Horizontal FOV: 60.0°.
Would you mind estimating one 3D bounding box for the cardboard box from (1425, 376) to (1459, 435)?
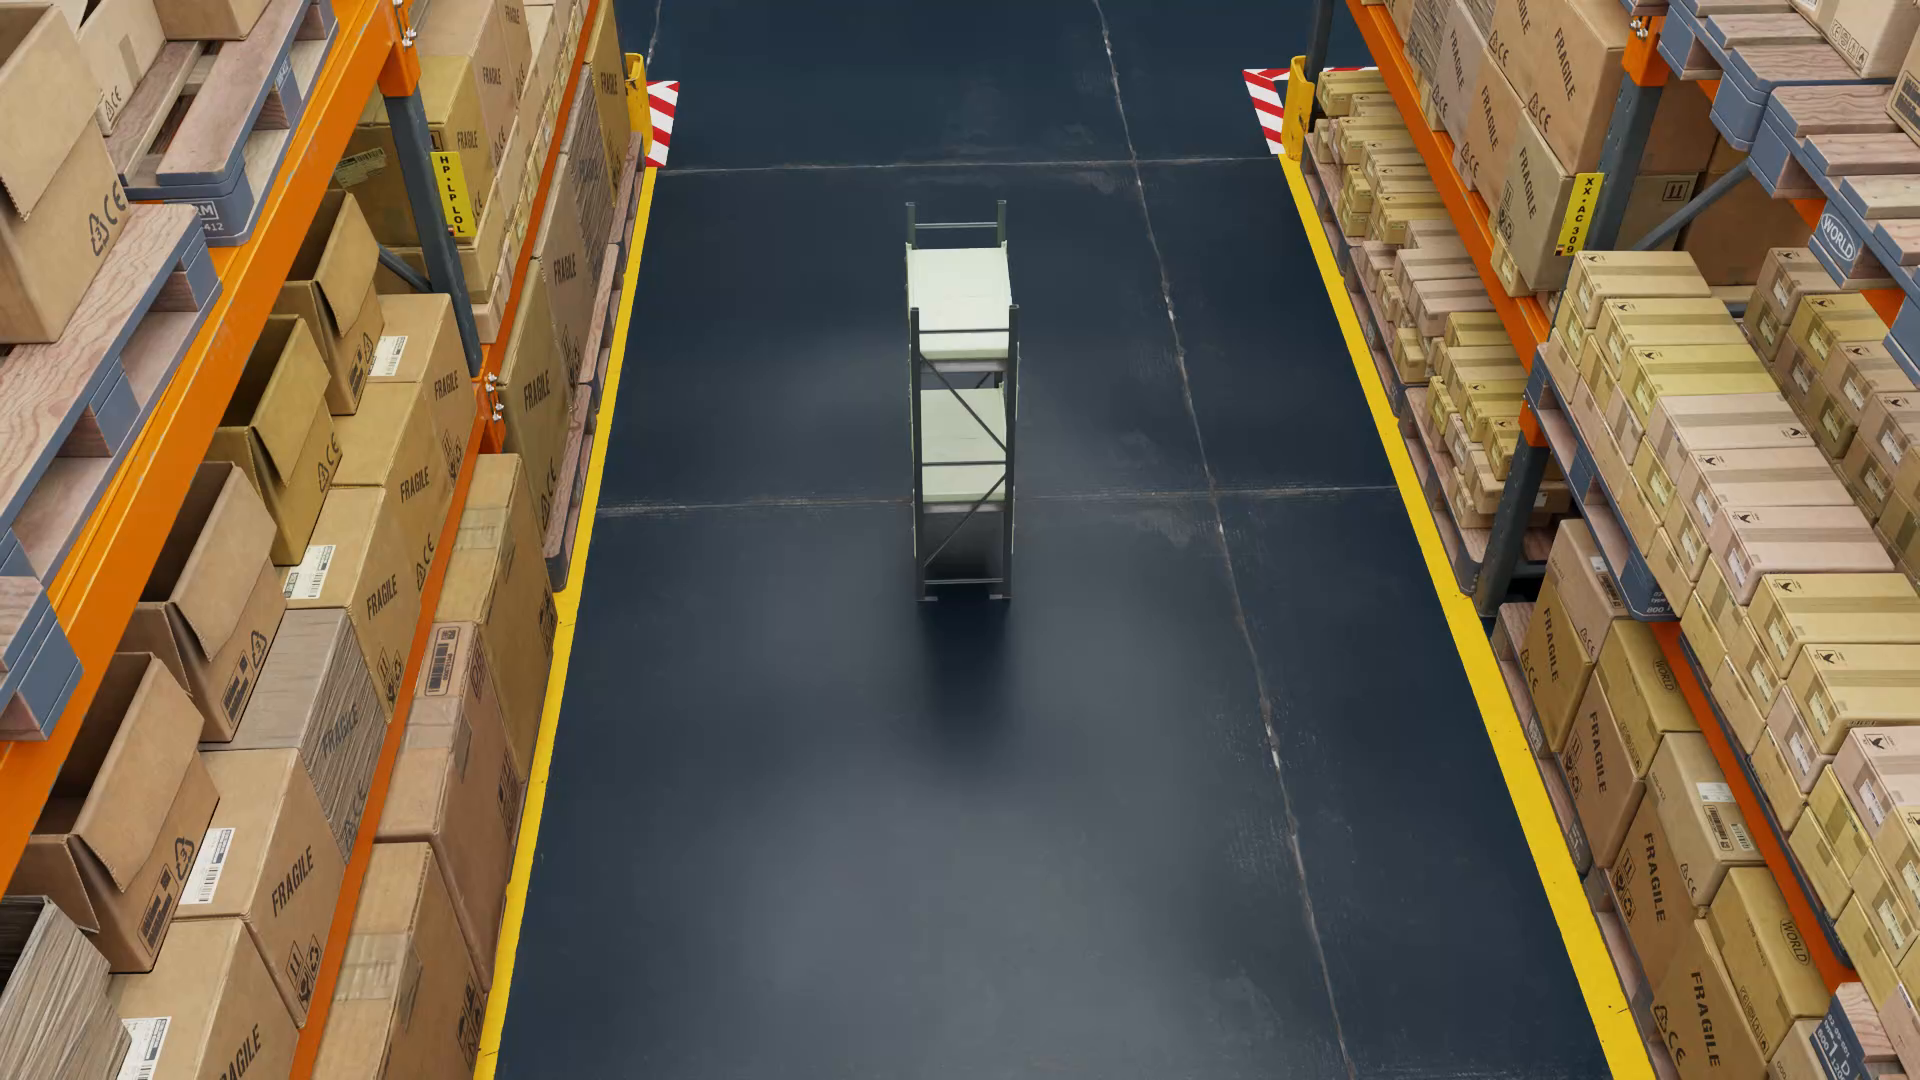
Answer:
[{"bbox_3d":[2.309,-0.609,7.423,0.380,0.149,0.250,-3,43,-3],"label":"cardboard box"}]

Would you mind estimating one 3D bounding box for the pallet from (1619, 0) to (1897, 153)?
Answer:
[{"bbox_3d":[2.612,-1.445,4.676,1.213,0.211,1.003,-2,43,-2],"label":"pallet"}]

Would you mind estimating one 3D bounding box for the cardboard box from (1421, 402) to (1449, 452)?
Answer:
[{"bbox_3d":[2.332,-0.542,7.570,0.380,0.149,0.250,-3,43,-3],"label":"cardboard box"}]

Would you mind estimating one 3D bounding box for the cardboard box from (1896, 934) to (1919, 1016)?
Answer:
[{"bbox_3d":[2.360,1.022,3.720,0.380,0.149,0.250,-1,43,-1],"label":"cardboard box"}]

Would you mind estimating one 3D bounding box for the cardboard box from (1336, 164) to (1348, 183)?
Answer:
[{"bbox_3d":[2.318,-2.096,9.265,0.380,0.149,0.250,-2,43,-2],"label":"cardboard box"}]

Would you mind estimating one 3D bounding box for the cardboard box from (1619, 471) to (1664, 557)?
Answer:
[{"bbox_3d":[2.284,-0.086,5.149,0.380,0.149,0.250,-1,43,-1],"label":"cardboard box"}]

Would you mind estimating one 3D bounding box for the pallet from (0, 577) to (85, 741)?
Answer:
[{"bbox_3d":[-2.178,0.476,2.580,1.213,0.211,1.003,0,43,0],"label":"pallet"}]

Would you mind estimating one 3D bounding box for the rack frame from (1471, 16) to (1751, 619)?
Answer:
[{"bbox_3d":[2.692,-0.829,6.084,1.000,3.000,0.127,-2,43,-2],"label":"rack frame"}]

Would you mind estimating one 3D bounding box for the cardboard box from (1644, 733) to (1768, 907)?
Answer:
[{"bbox_3d":[2.502,0.872,5.213,0.500,0.250,0.500,0,43,0],"label":"cardboard box"}]

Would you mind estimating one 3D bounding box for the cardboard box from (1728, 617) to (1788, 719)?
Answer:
[{"bbox_3d":[2.318,0.334,4.470,0.380,0.149,0.250,-2,43,-3],"label":"cardboard box"}]

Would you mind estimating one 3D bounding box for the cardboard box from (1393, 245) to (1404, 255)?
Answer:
[{"bbox_3d":[2.404,-1.498,8.393,0.380,0.149,0.250,0,43,0],"label":"cardboard box"}]

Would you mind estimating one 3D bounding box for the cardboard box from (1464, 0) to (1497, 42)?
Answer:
[{"bbox_3d":[2.367,-2.348,6.707,0.500,0.500,0.500,-1,43,-1],"label":"cardboard box"}]

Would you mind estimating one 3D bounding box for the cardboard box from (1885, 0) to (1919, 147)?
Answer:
[{"bbox_3d":[2.627,-1.081,3.752,0.797,0.503,0.637,-2,43,-2],"label":"cardboard box"}]

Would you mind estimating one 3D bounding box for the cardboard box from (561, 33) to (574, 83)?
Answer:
[{"bbox_3d":[-2.037,-2.267,7.839,0.380,0.149,0.250,-1,43,-2],"label":"cardboard box"}]

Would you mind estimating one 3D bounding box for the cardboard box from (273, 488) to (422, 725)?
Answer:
[{"bbox_3d":[-1.931,0.203,4.884,0.500,0.500,0.500,-2,43,-2],"label":"cardboard box"}]

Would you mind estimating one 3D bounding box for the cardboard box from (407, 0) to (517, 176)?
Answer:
[{"bbox_3d":[-2.045,-1.749,6.424,0.500,0.500,0.500,-2,43,-2],"label":"cardboard box"}]

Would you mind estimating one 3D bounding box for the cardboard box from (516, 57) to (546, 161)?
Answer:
[{"bbox_3d":[-2.069,-1.819,7.055,0.500,0.250,0.500,-1,43,-1],"label":"cardboard box"}]

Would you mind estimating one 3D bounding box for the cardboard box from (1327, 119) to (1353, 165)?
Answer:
[{"bbox_3d":[2.244,-2.195,9.153,0.380,0.149,0.250,-2,43,-2],"label":"cardboard box"}]

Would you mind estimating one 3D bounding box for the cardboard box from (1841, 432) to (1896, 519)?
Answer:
[{"bbox_3d":[2.943,-0.208,5.061,0.380,0.149,0.250,-3,43,-3],"label":"cardboard box"}]

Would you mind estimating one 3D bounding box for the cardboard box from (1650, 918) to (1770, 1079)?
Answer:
[{"bbox_3d":[2.516,1.494,5.089,0.500,0.500,0.500,-3,43,-4],"label":"cardboard box"}]

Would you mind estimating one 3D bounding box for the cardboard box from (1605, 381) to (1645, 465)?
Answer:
[{"bbox_3d":[2.274,-0.372,5.241,0.380,0.149,0.250,-1,43,-1],"label":"cardboard box"}]

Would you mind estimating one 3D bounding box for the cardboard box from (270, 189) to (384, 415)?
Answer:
[{"bbox_3d":[-2.232,-0.730,5.160,0.797,0.503,0.637,-3,43,-3],"label":"cardboard box"}]

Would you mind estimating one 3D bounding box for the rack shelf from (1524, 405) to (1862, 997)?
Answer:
[{"bbox_3d":[2.777,0.787,4.854,1.077,0.370,4.000,-2,43,-2],"label":"rack shelf"}]

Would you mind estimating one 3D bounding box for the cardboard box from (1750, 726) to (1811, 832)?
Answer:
[{"bbox_3d":[2.333,0.624,4.375,0.380,0.149,0.250,0,43,0],"label":"cardboard box"}]

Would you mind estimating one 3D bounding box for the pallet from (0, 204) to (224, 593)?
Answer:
[{"bbox_3d":[-2.228,-0.278,3.403,1.003,0.211,1.213,0,43,0],"label":"pallet"}]

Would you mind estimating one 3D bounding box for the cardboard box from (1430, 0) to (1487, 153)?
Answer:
[{"bbox_3d":[2.349,-1.980,7.046,0.500,0.500,0.500,-2,43,-2],"label":"cardboard box"}]

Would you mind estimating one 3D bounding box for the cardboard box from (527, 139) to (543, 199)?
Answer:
[{"bbox_3d":[-1.995,-1.577,7.086,0.380,0.149,0.250,-2,43,-2],"label":"cardboard box"}]

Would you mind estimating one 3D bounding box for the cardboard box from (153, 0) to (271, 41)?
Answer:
[{"bbox_3d":[-2.233,-1.661,4.387,0.700,0.500,0.500,-1,43,-1],"label":"cardboard box"}]

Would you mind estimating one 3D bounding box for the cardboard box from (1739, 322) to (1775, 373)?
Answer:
[{"bbox_3d":[2.907,-0.629,5.741,0.380,0.149,0.250,-3,43,-3],"label":"cardboard box"}]

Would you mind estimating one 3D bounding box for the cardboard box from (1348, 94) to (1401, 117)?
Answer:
[{"bbox_3d":[2.337,-2.306,9.055,0.380,0.149,0.250,-1,43,-1],"label":"cardboard box"}]

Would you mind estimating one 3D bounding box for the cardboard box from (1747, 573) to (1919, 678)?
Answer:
[{"bbox_3d":[2.321,0.224,4.371,0.380,0.149,0.250,0,43,0],"label":"cardboard box"}]

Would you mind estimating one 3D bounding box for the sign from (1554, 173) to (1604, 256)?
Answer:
[{"bbox_3d":[2.151,-1.127,5.769,0.100,0.325,0.005,-2,43,-2],"label":"sign"}]

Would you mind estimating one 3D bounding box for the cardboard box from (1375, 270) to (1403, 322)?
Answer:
[{"bbox_3d":[2.304,-1.226,8.317,0.380,0.149,0.250,-2,43,-2],"label":"cardboard box"}]

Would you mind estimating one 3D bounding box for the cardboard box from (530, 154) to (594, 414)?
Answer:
[{"bbox_3d":[-2.254,-1.182,7.731,0.875,0.875,0.875,-2,43,-2],"label":"cardboard box"}]

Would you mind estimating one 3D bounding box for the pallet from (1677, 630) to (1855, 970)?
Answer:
[{"bbox_3d":[2.737,0.607,4.659,1.003,0.211,1.213,-2,43,-2],"label":"pallet"}]

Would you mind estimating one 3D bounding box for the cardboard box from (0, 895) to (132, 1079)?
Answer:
[{"bbox_3d":[-2.112,1.045,3.223,0.797,0.503,0.637,0,43,0],"label":"cardboard box"}]

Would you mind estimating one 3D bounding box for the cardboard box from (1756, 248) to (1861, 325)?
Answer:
[{"bbox_3d":[2.905,-0.845,5.536,0.380,0.149,0.250,0,43,0],"label":"cardboard box"}]

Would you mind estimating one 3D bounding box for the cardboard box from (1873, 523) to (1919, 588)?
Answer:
[{"bbox_3d":[2.955,0.072,4.976,0.380,0.149,0.250,-3,43,-4],"label":"cardboard box"}]

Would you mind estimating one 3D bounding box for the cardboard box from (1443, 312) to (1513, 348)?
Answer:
[{"bbox_3d":[2.416,-0.901,7.522,0.380,0.149,0.250,0,43,0],"label":"cardboard box"}]

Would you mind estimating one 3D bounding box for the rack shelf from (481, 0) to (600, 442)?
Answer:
[{"bbox_3d":[-2.352,-1.840,7.719,1.077,0.370,4.000,-2,43,-2],"label":"rack shelf"}]

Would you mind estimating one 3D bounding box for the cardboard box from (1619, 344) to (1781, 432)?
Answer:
[{"bbox_3d":[2.276,-0.470,5.127,0.380,0.149,0.250,-1,43,-1],"label":"cardboard box"}]

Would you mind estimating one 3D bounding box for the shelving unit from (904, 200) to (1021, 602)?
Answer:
[{"bbox_3d":[0.000,-0.548,6.888,0.431,1.500,0.755,-2,43,-2],"label":"shelving unit"}]

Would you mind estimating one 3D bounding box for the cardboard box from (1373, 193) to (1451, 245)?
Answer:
[{"bbox_3d":[2.281,-1.601,8.285,0.380,0.149,0.250,-1,43,-1],"label":"cardboard box"}]

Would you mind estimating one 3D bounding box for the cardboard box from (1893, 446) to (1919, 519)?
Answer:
[{"bbox_3d":[2.944,-0.146,4.774,0.380,0.149,0.250,-3,43,-3],"label":"cardboard box"}]

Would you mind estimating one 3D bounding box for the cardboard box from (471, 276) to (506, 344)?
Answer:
[{"bbox_3d":[-1.948,-0.871,6.316,0.380,0.149,0.250,-2,43,-2],"label":"cardboard box"}]

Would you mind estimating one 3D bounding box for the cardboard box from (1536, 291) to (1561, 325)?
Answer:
[{"bbox_3d":[2.446,-0.922,6.372,0.380,0.149,0.250,-2,43,-2],"label":"cardboard box"}]

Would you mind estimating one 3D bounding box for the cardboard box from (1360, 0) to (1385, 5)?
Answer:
[{"bbox_3d":[2.219,-2.855,8.480,0.380,0.149,0.250,-3,43,-3],"label":"cardboard box"}]

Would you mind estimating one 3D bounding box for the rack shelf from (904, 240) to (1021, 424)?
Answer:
[{"bbox_3d":[0.000,-0.836,6.624,0.431,0.370,0.720,-2,43,-2],"label":"rack shelf"}]

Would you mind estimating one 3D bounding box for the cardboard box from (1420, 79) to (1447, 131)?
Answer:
[{"bbox_3d":[2.308,-1.976,7.521,0.380,0.149,0.250,-1,43,-1],"label":"cardboard box"}]

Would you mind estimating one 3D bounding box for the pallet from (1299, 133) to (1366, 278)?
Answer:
[{"bbox_3d":[2.525,-1.900,9.317,1.003,0.211,1.213,-2,43,-2],"label":"pallet"}]
